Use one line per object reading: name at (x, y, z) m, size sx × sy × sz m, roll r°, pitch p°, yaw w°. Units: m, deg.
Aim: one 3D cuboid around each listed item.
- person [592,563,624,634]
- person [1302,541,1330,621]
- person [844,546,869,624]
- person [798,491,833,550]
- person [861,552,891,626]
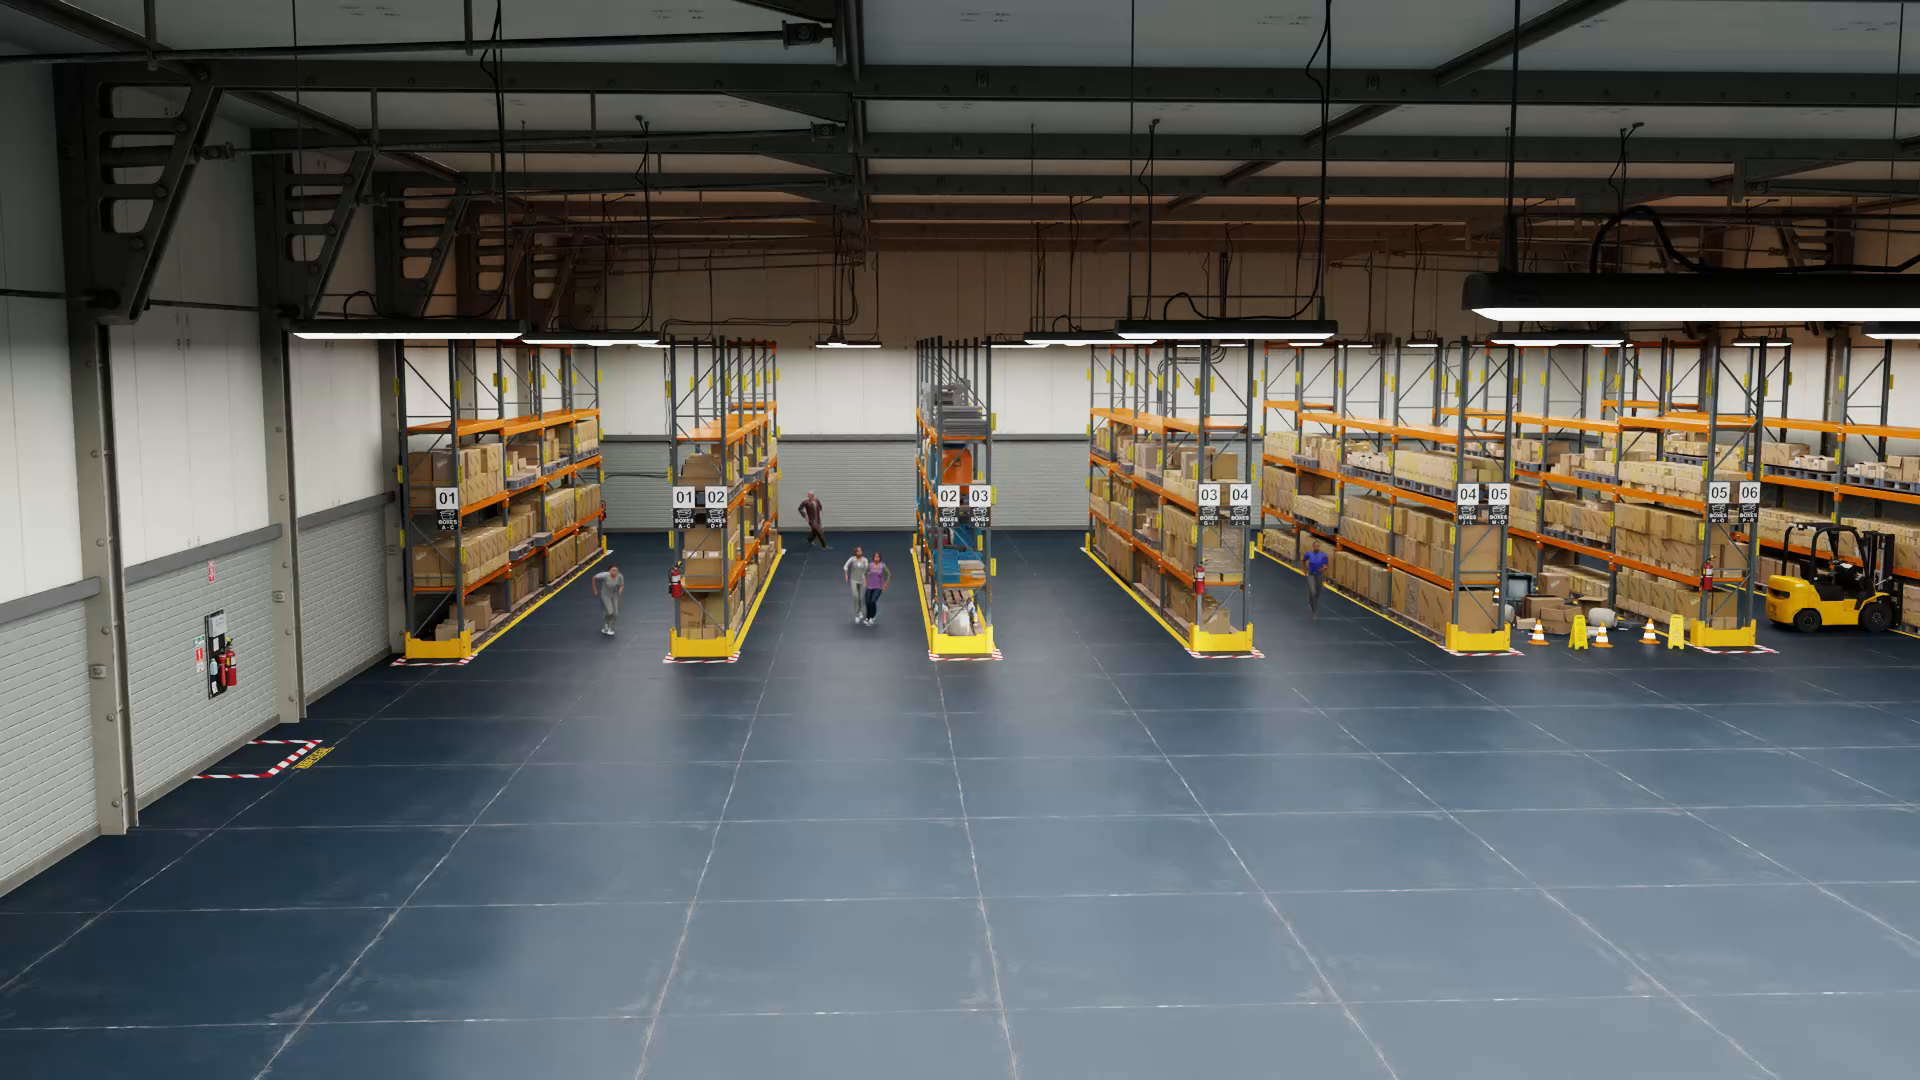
person at (-7.069, 1.185, 33.454) m, size 0.590 × 1.503 × 0.819 m, roll -4°, pitch 8°, yaw -30°
person at (7.673, 0.853, 35.877) m, size 0.529 × 1.696 × 1.038 m, roll -1°, pitch 7°, yaw -5°
person at (-2.156, 0.936, 35.251) m, size 0.547 × 1.639 × 0.705 m, roll -2°, pitch 7°, yaw -14°
person at (-4.236, -0.563, 47.812) m, size 1.081 × 1.700 × 0.772 m, roll 6°, pitch 9°, yaw 42°
person at (-1.767, 1.019, 34.631) m, size 0.598 × 1.560 × 0.574 m, roll 2°, pitch 7°, yaw 15°
